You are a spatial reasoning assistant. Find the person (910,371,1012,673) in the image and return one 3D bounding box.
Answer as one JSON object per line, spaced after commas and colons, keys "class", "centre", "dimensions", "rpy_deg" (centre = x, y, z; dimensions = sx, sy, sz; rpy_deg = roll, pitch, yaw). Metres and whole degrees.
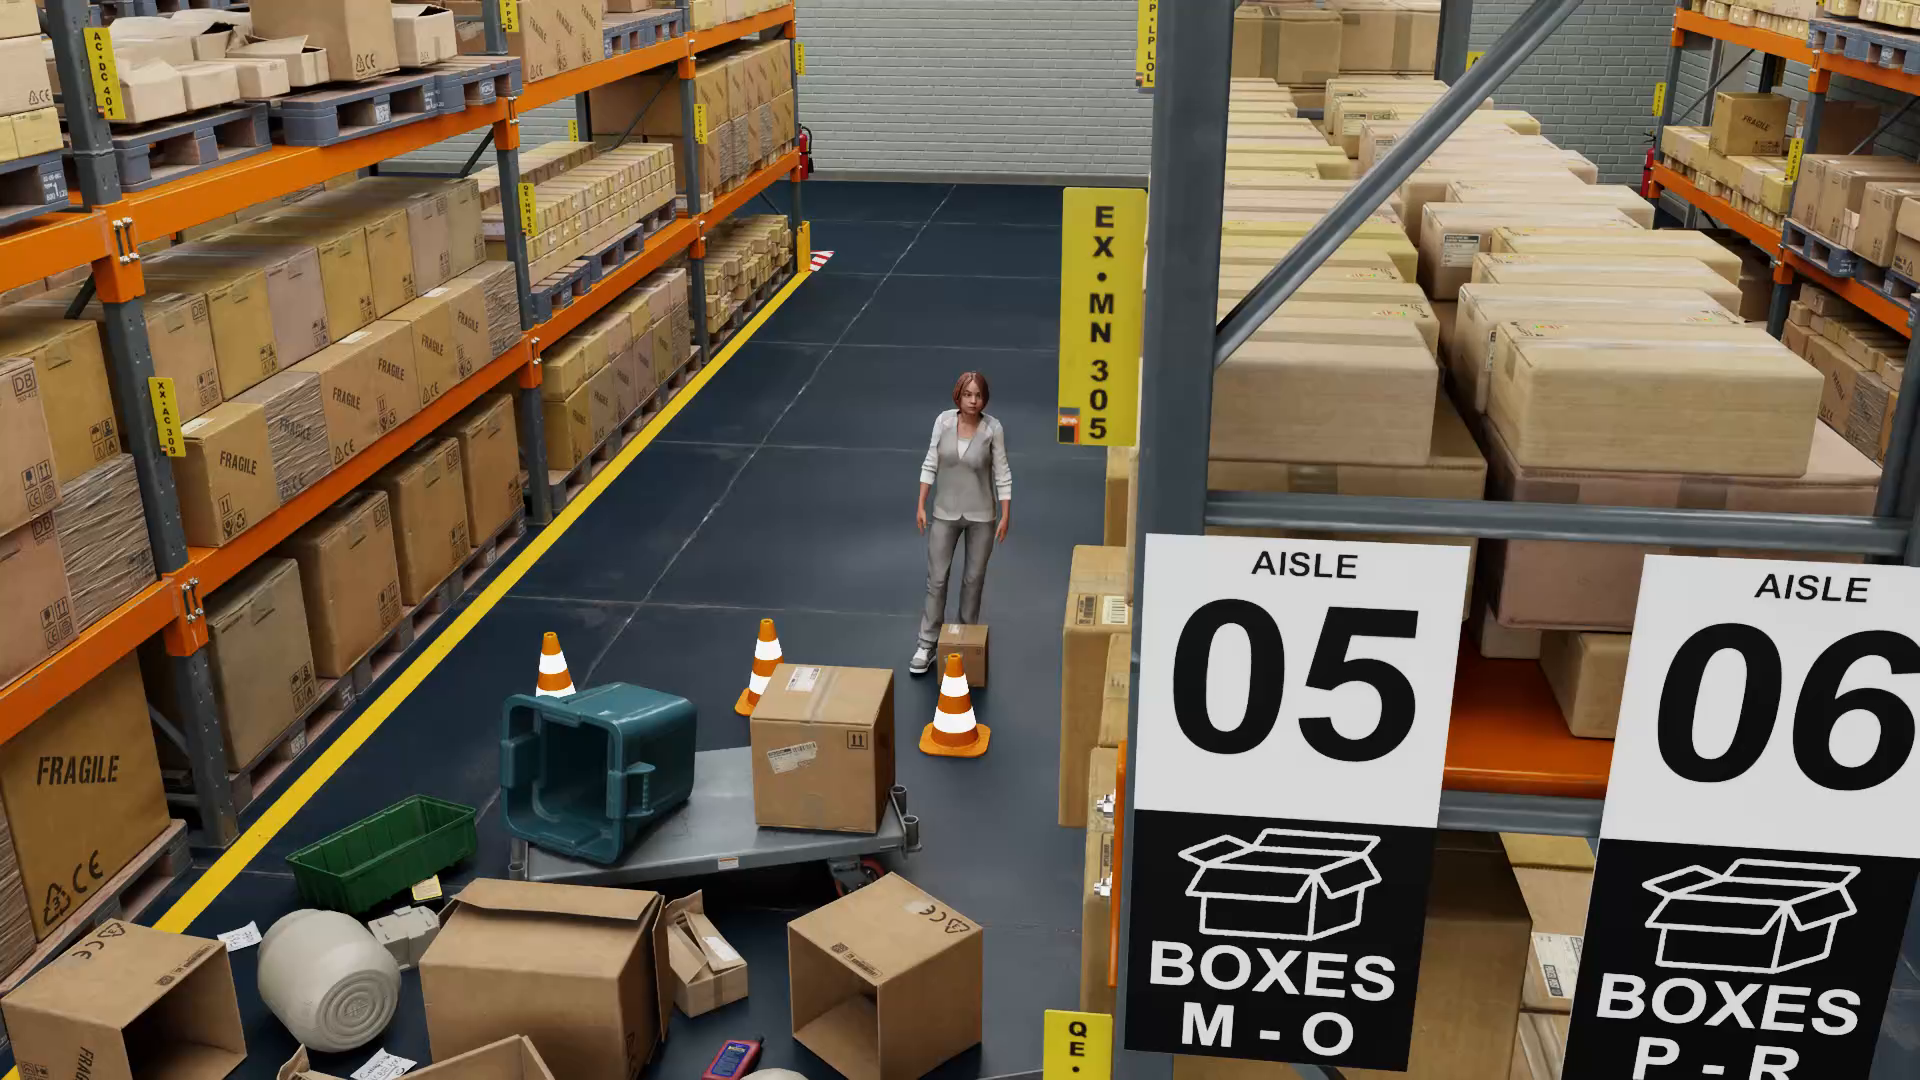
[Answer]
{"class": "person", "centre": [0.005, -0.088, 8.798], "dimensions": [0.521, 1.597, 0.475], "rpy_deg": [3, 22, 6]}
